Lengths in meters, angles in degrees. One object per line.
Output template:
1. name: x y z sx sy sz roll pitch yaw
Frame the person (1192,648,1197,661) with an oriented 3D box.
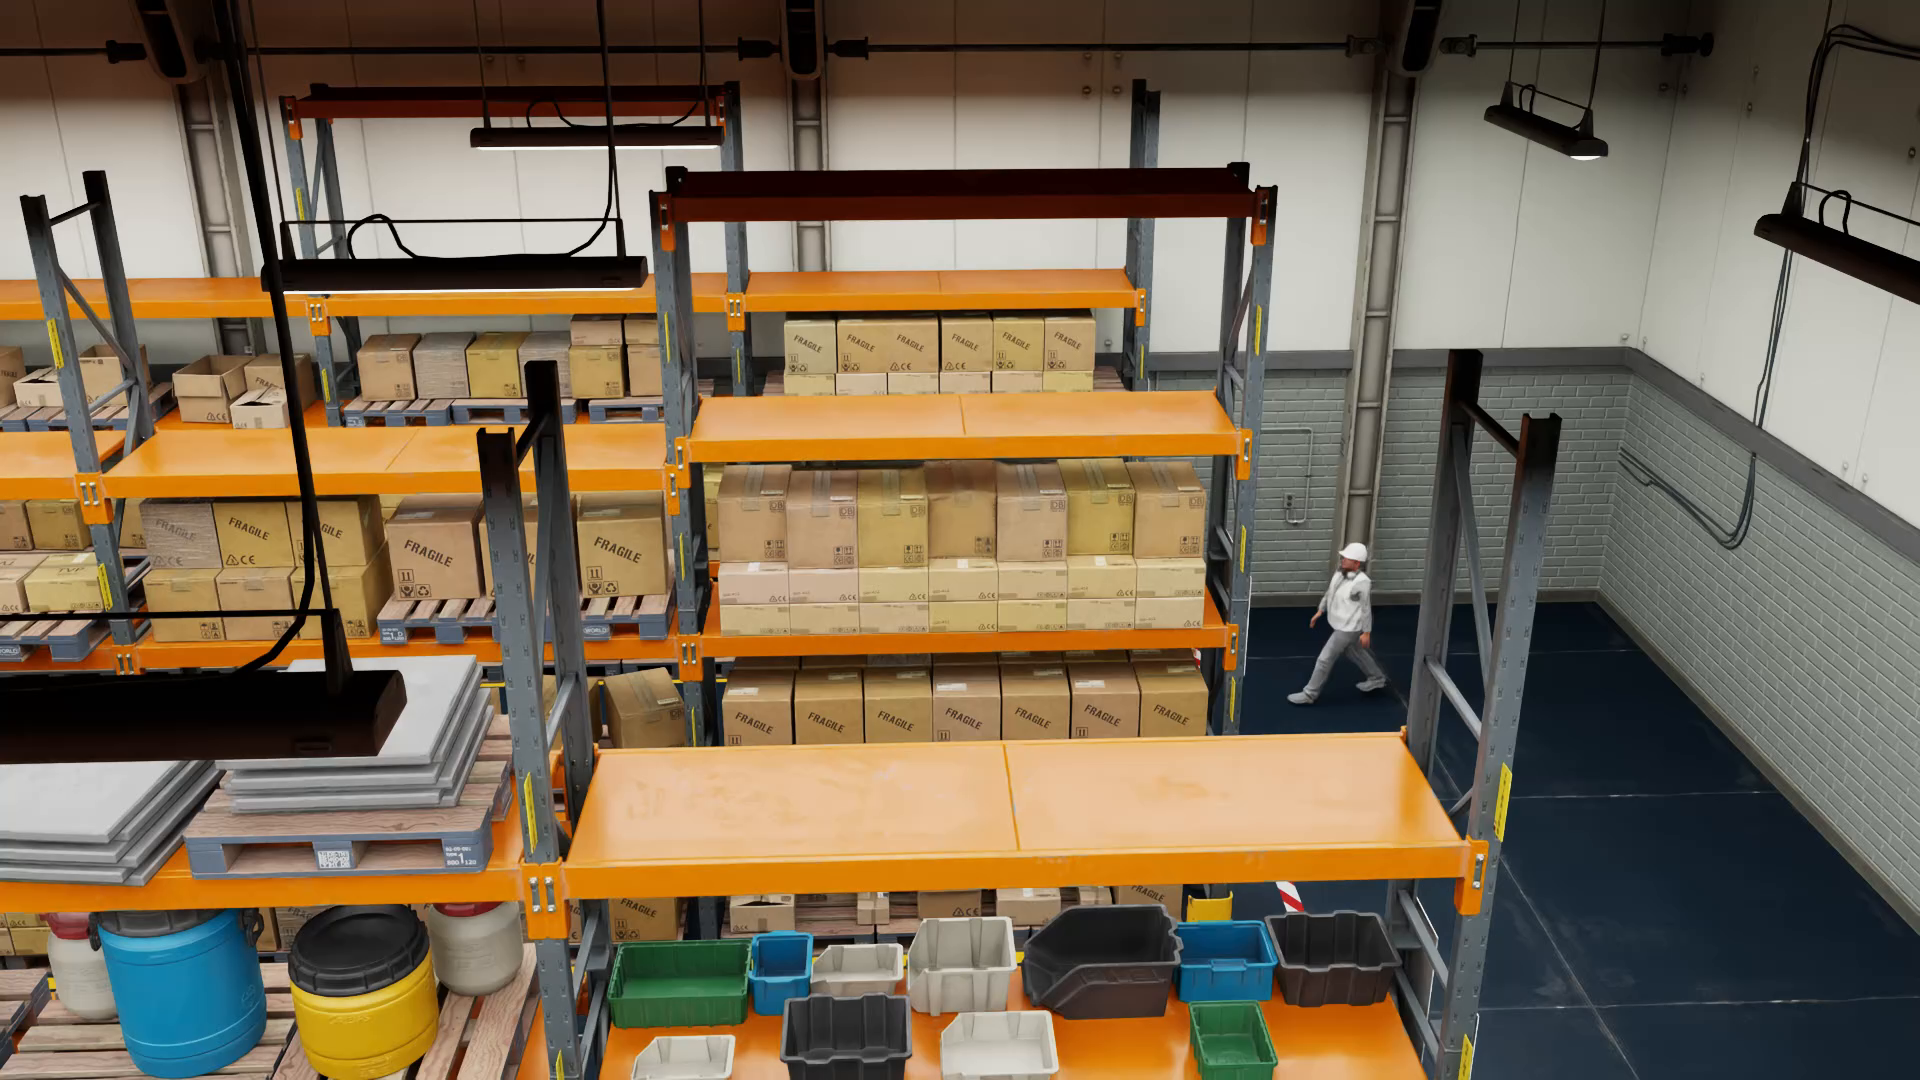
1. person: 1.929 1.280 15.641 0.539 1.801 0.553 -14 26 -31

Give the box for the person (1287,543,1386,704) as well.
1. person: 3.865 0.823 16.821 1.084 1.719 0.550 -2 22 -6
